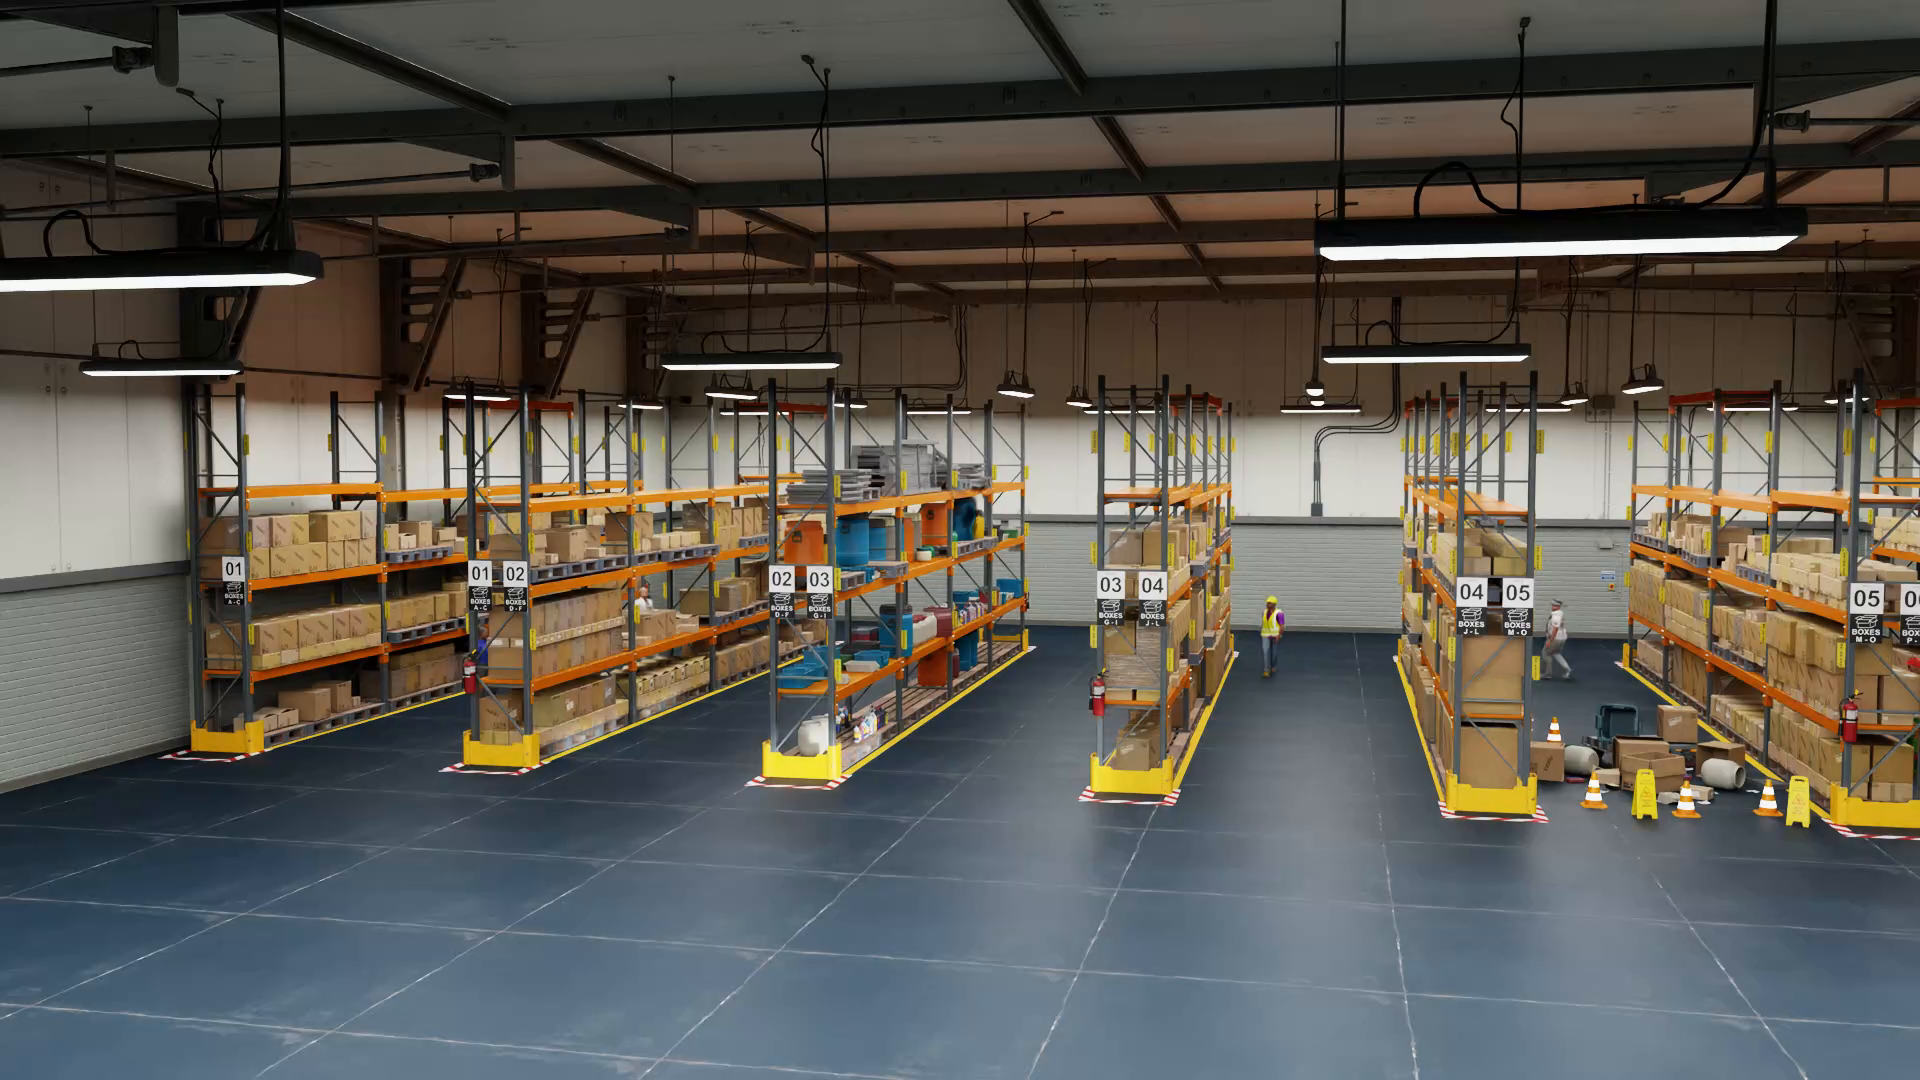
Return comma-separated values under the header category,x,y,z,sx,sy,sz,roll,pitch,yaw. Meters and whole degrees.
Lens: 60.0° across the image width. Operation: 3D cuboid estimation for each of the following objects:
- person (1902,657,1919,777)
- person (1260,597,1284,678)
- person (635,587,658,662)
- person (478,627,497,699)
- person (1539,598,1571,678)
category,x,y,z,sx,sy,sz,roll,pitch,yaw
person,14.440,2.670,25.315,0.583,1.790,0.607,-2,4,-28
person,6.736,2.084,35.872,0.500,1.716,1.058,1,3,10
person,-7.116,1.962,37.698,0.601,1.770,0.696,-2,4,-28
person,-8.792,2.432,30.725,0.446,1.677,0.521,2,4,25
person,12.734,2.114,35.635,0.597,1.743,0.661,-3,4,-42
